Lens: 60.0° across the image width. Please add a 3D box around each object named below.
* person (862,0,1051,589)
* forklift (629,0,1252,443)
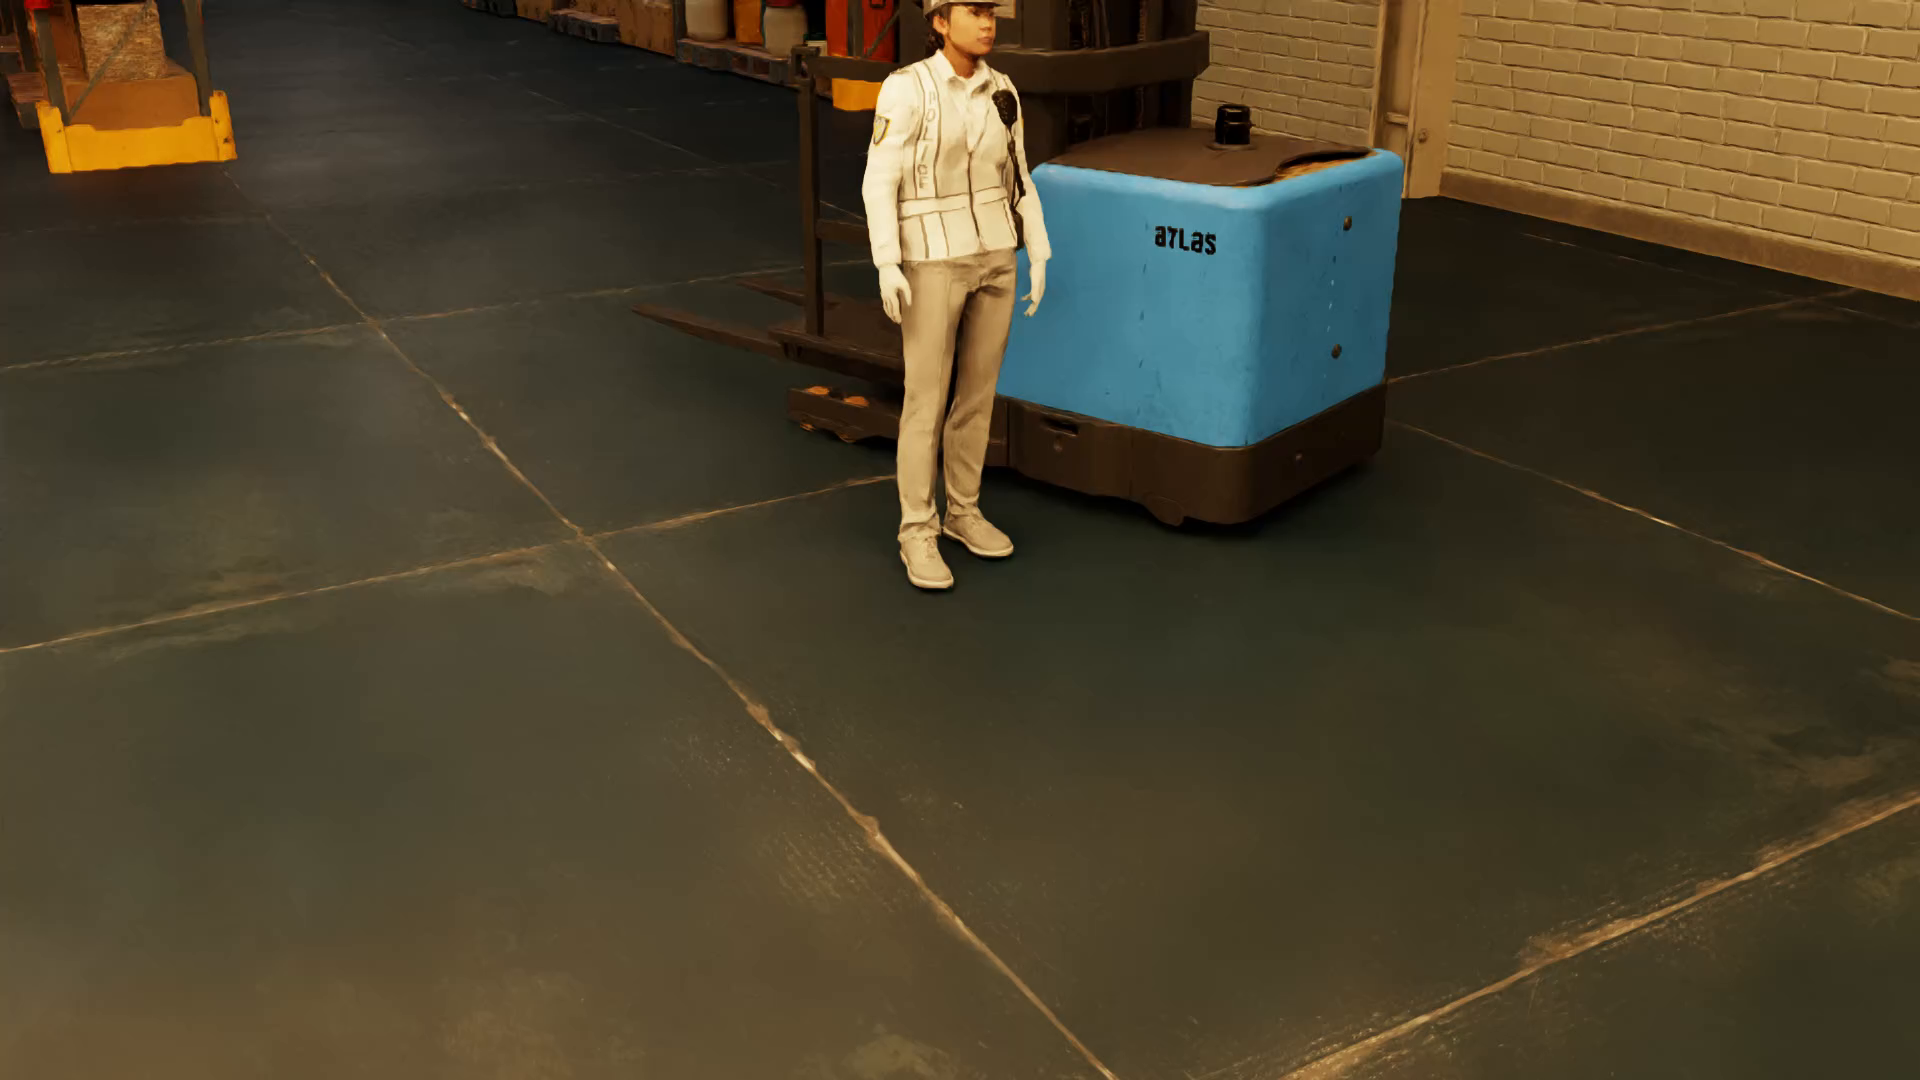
[{"bbox_3d":[0.027,-0.768,4.753,0.586,1.695,0.535,-12,25,-28],"label":"person"},{"bbox_3d":[0.003,-1.843,5.766,3.031,2.935,1.121,18,28,36],"label":"forklift"}]
